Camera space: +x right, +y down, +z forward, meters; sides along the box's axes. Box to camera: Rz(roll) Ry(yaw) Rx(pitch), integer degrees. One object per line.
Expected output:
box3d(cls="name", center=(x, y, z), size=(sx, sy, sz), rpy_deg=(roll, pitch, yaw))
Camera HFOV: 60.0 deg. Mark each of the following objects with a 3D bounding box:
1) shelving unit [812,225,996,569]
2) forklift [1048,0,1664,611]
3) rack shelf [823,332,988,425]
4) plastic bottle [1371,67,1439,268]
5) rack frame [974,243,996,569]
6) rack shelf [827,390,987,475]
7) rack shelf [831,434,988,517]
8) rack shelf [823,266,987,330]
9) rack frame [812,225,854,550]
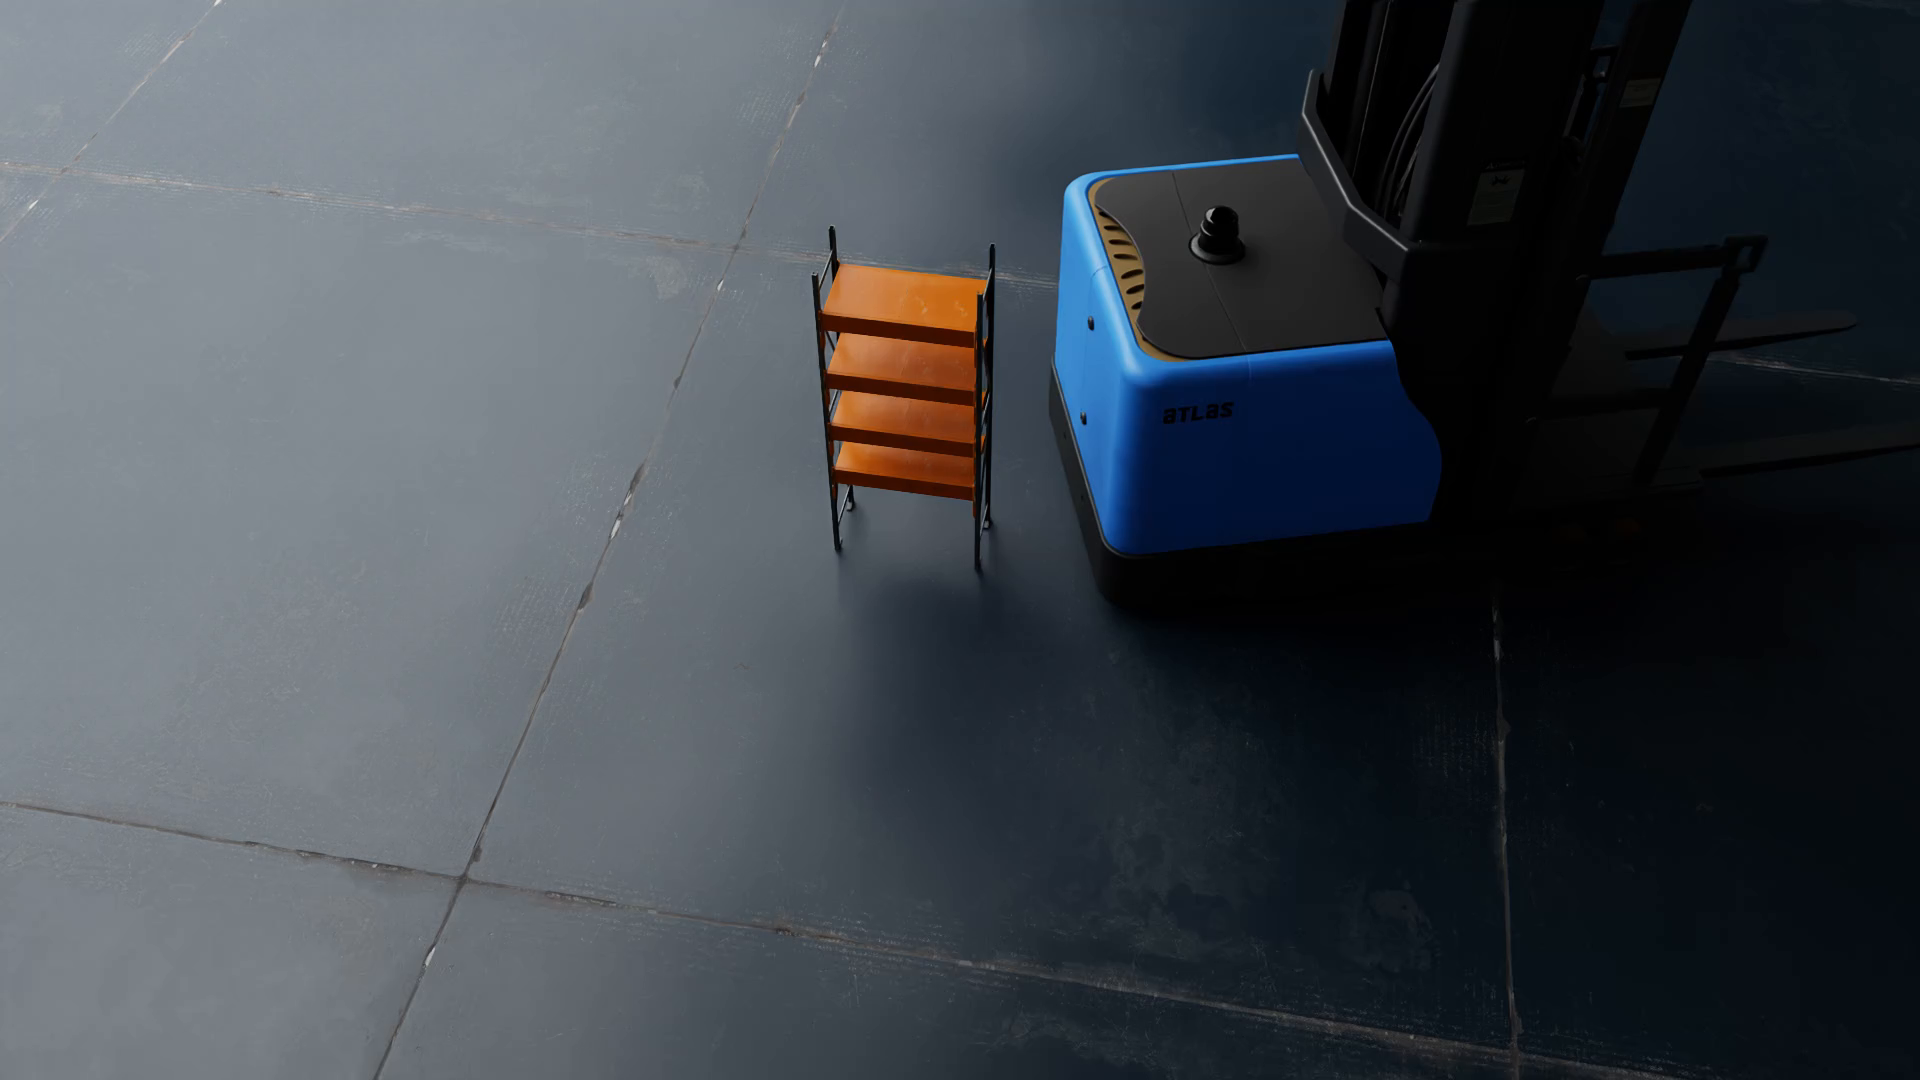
box3d(cls="shelving unit", center=(-13.711, -2.623, 6.797), size=(28.100, 1.949, 0.597), rpy_deg=(8, 49, 7))
box3d(cls="forklift", center=(1.346, -1.175, 4.878), size=(1.939, 2.867, 1.129), rpy_deg=(-7, 48, -6))
box3d(cls="rack shelf", center=(-0.163, -0.527, 5.207), size=(0.480, 0.148, 0.258), rpy_deg=(8, 49, 7))
box3d(cls="plastic bottle", center=(-17.797, -5.068, 8.847), size=(40.087, 1.202, 4.148), rpy_deg=(8, 49, 7))
box3d(cls="rack frame", center=(0.077, -0.391, 5.294), size=(0.015, 1.200, 0.240), rpy_deg=(8, 49, 7))
box3d(cls="rack shelf", center=(-13.717, -2.777, 6.627), size=(28.088, 1.490, 0.597), rpy_deg=(8, 49, 7))
box3d(cls="rack shelf", center=(-0.163, -0.245, 5.521), size=(0.480, 0.148, 0.258), rpy_deg=(8, 49, 7))
box3d(cls="rack shelf", center=(-0.163, -0.712, 5.002), size=(0.457, 0.050, 0.221), rpy_deg=(8, 49, 7))
box3d(cls="rack frame", center=(-0.403, -0.455, 5.352), size=(0.015, 1.200, 0.240), rpy_deg=(8, 49, 7))
